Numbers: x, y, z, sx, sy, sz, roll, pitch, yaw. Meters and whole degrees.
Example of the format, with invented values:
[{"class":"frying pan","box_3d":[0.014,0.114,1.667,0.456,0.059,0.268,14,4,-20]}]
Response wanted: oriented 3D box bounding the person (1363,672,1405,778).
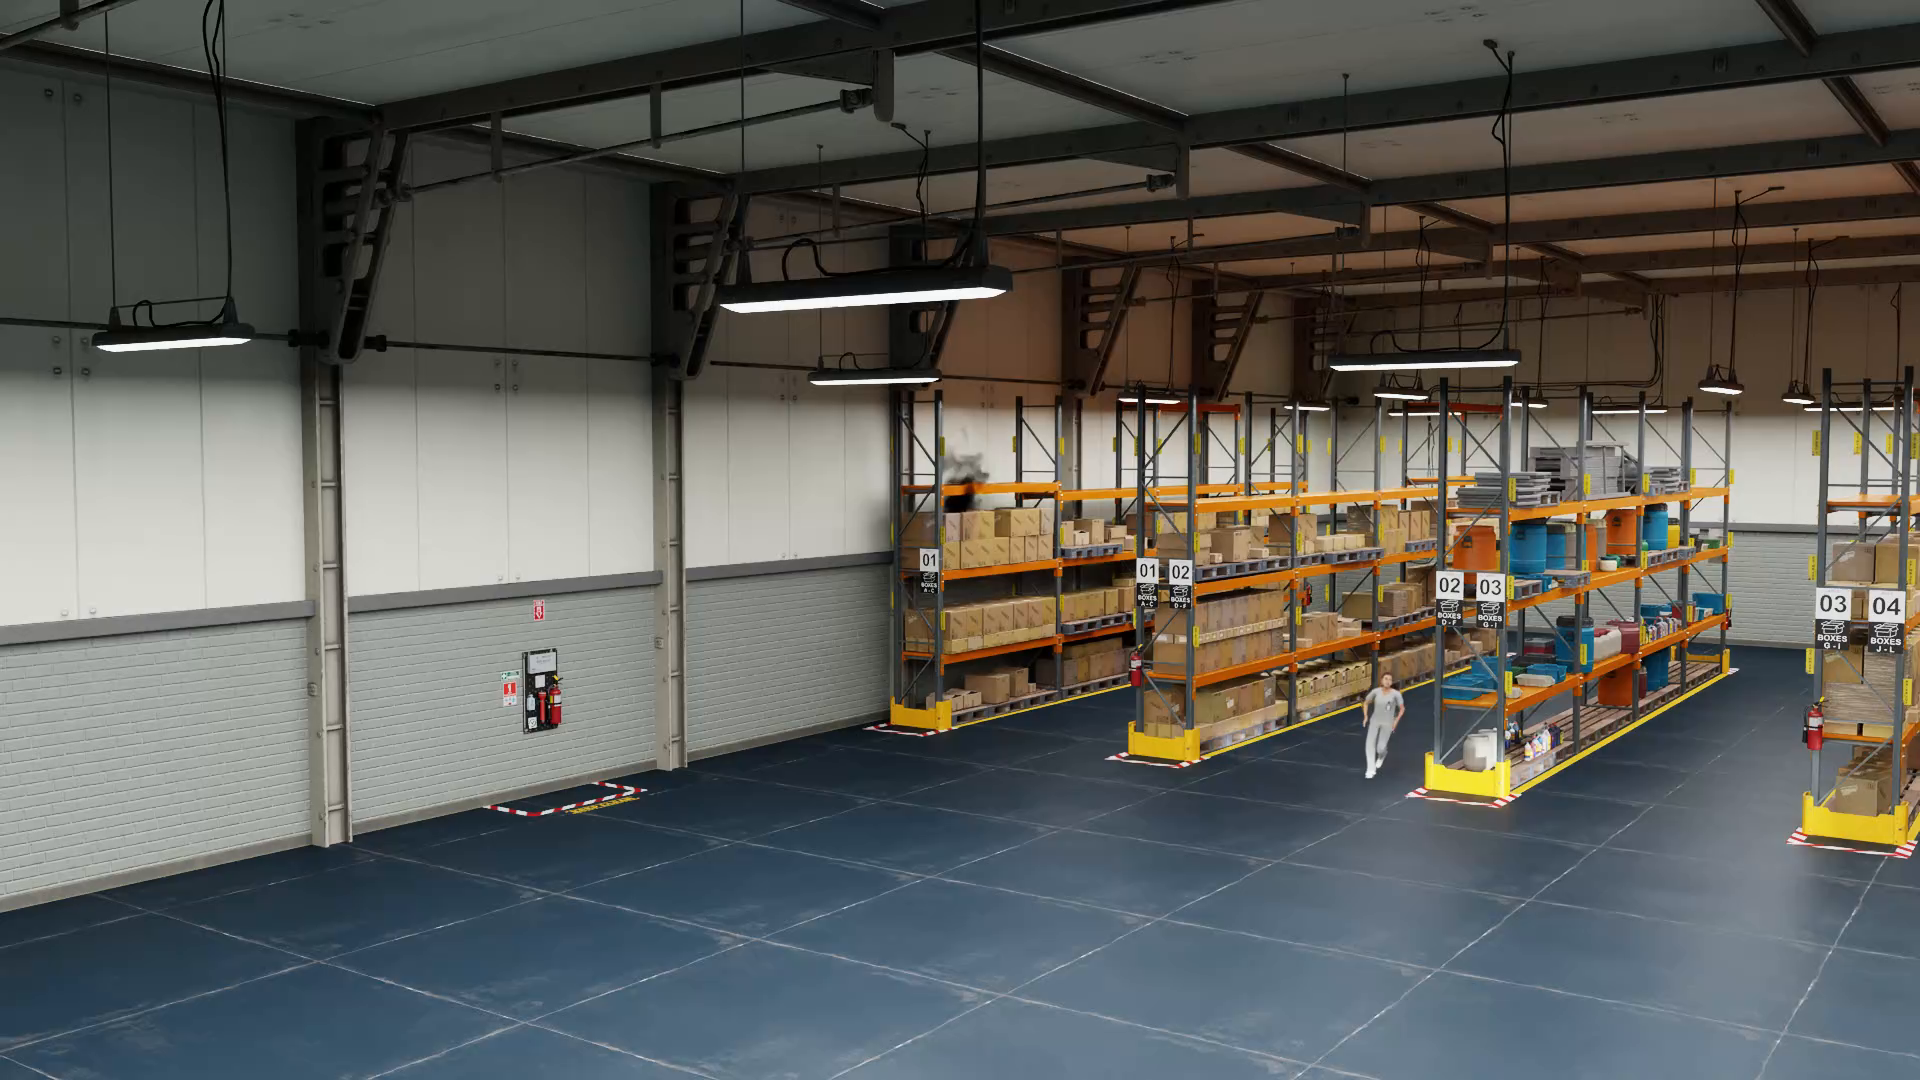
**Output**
[{"class":"person","box_3d":[6.392,2.754,25.147,0.609,1.543,0.495,2,4,26]}]
